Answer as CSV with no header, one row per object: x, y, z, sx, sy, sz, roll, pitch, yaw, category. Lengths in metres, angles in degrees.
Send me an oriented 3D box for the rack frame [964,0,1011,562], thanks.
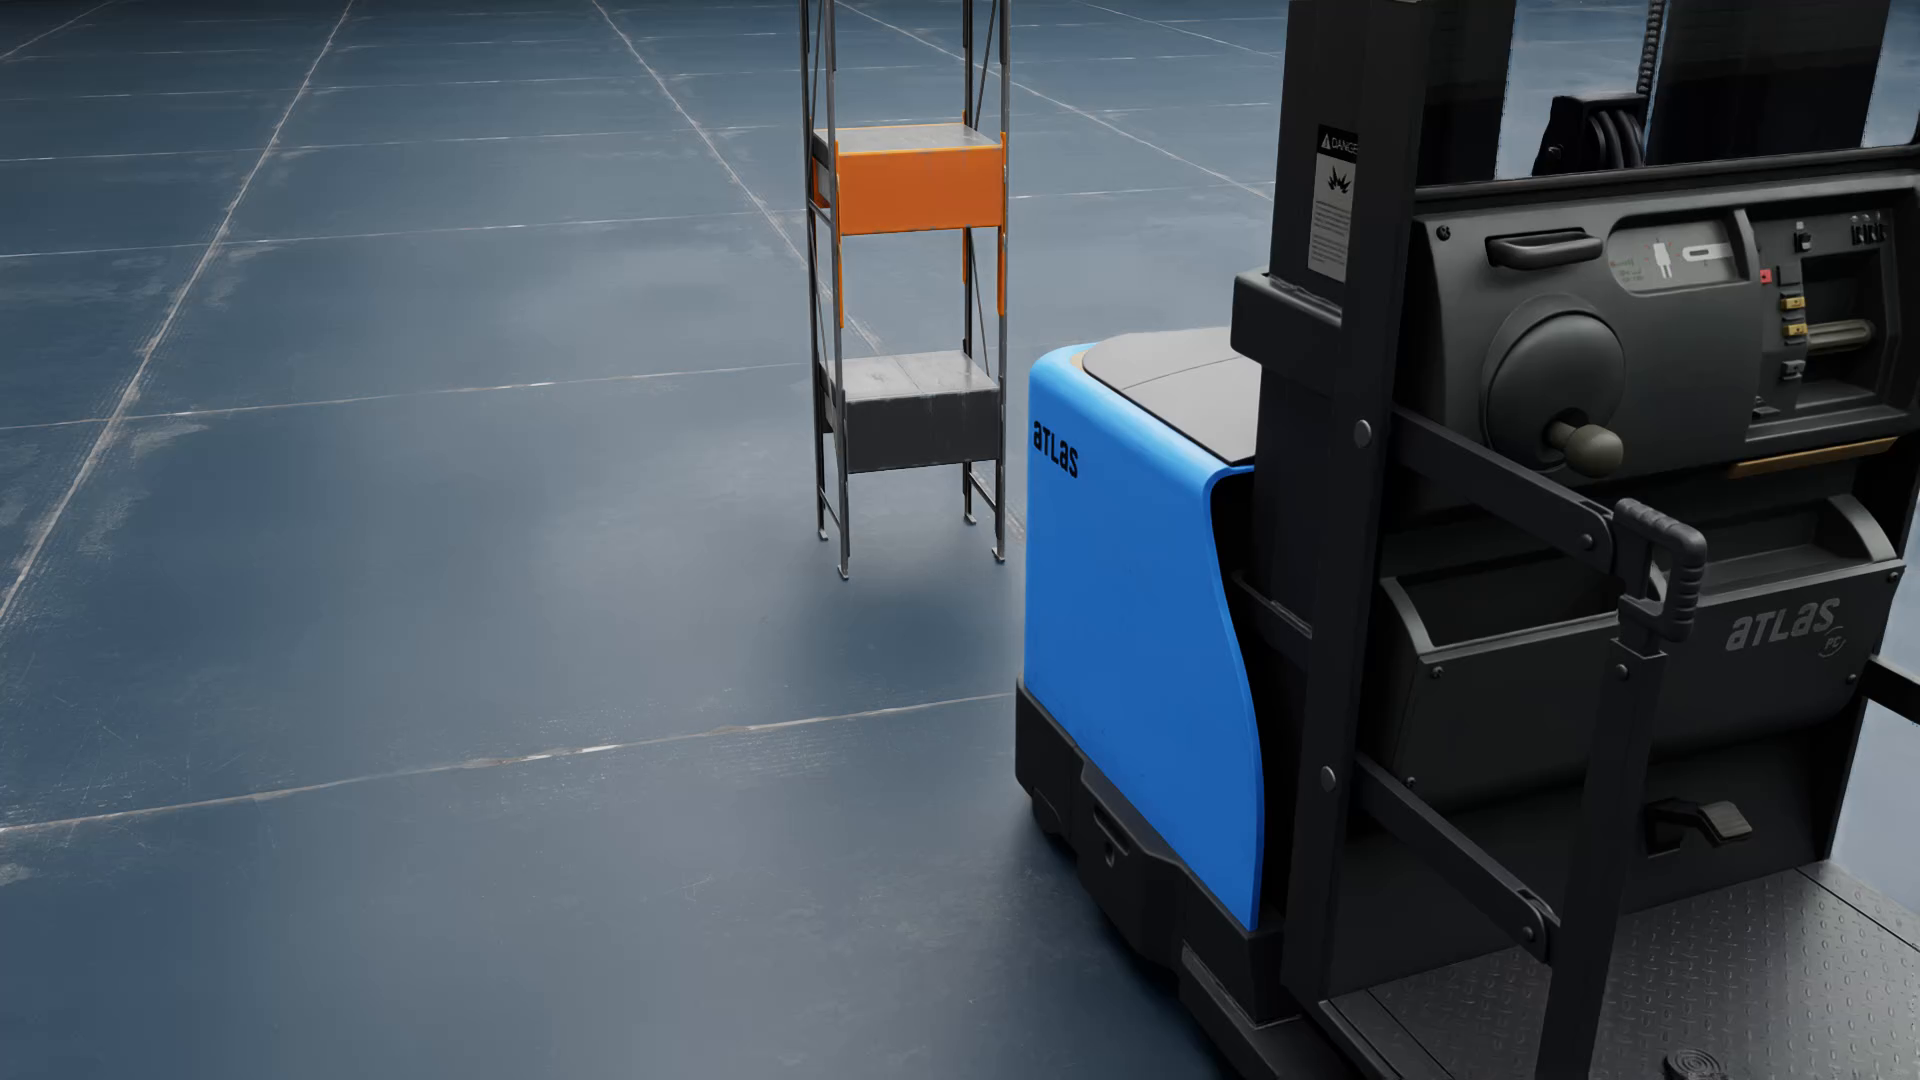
0.076,-0.973,4.855,0.015,2.100,0.400,-6,24,-14,rack frame

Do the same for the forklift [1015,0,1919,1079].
1.143,-0.290,2.209,1.130,2.935,3.031,-9,25,-20,forklift

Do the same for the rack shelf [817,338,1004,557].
-0.159,-0.291,5.076,0.480,0.518,0.431,-6,24,-14,rack shelf

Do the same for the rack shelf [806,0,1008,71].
-0.159,-1.578,4.524,0.480,0.518,0.431,-6,24,-14,rack shelf

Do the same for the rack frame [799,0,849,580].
-0.394,-0.921,4.734,0.015,2.100,0.400,-6,24,-14,rack frame

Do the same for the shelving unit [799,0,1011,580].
-0.159,-0.947,4.795,0.503,2.100,0.431,-6,24,-14,shelving unit

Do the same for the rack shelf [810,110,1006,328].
-0.159,-0.935,4.800,0.480,0.518,0.431,-6,24,-14,rack shelf
